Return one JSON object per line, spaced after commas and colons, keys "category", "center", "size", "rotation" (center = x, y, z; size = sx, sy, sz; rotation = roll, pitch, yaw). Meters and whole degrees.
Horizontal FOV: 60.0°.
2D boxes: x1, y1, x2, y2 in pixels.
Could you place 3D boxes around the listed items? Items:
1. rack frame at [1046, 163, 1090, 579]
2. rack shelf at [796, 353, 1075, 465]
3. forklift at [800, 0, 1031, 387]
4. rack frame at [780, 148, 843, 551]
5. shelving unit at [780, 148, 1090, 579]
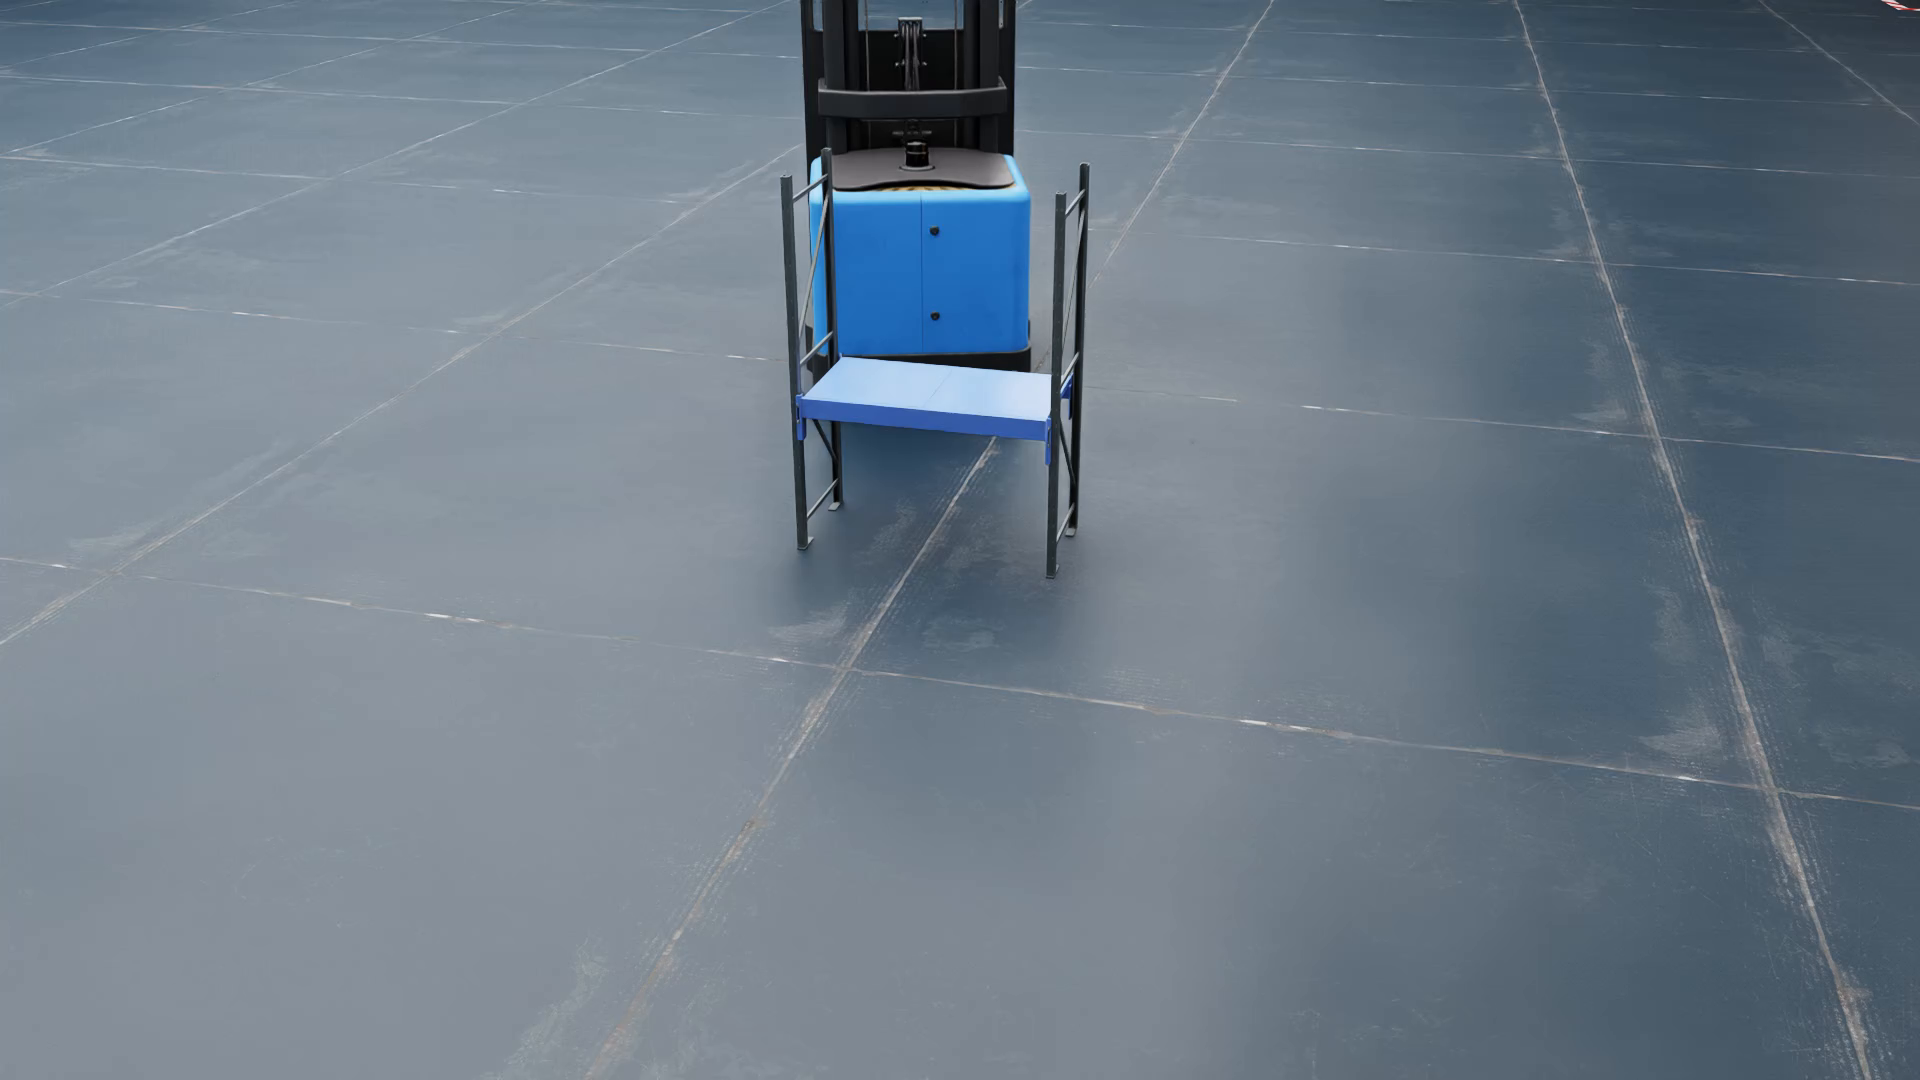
{"category": "rack frame", "center": [0.410, -0.632, 6.332], "size": [0.032, 1.500, 0.500], "rotation": [6, 26, 13]}
{"category": "rack shelf", "center": [-0.083, -0.524, 6.524], "size": [1.000, 0.185, 0.538], "rotation": [6, 26, 13]}
{"category": "forklift", "center": [-0.280, -2.570, 8.739], "size": [1.130, 2.935, 3.031], "rotation": [-2, 26, -4]}
{"category": "rack frame", "center": [-0.575, -0.741, 6.561], "size": [0.032, 1.500, 0.500], "rotation": [6, 26, 13]}
{"category": "shelving unit", "center": [-0.083, -0.686, 6.447], "size": [1.048, 1.500, 0.538], "rotation": [6, 26, 13]}
